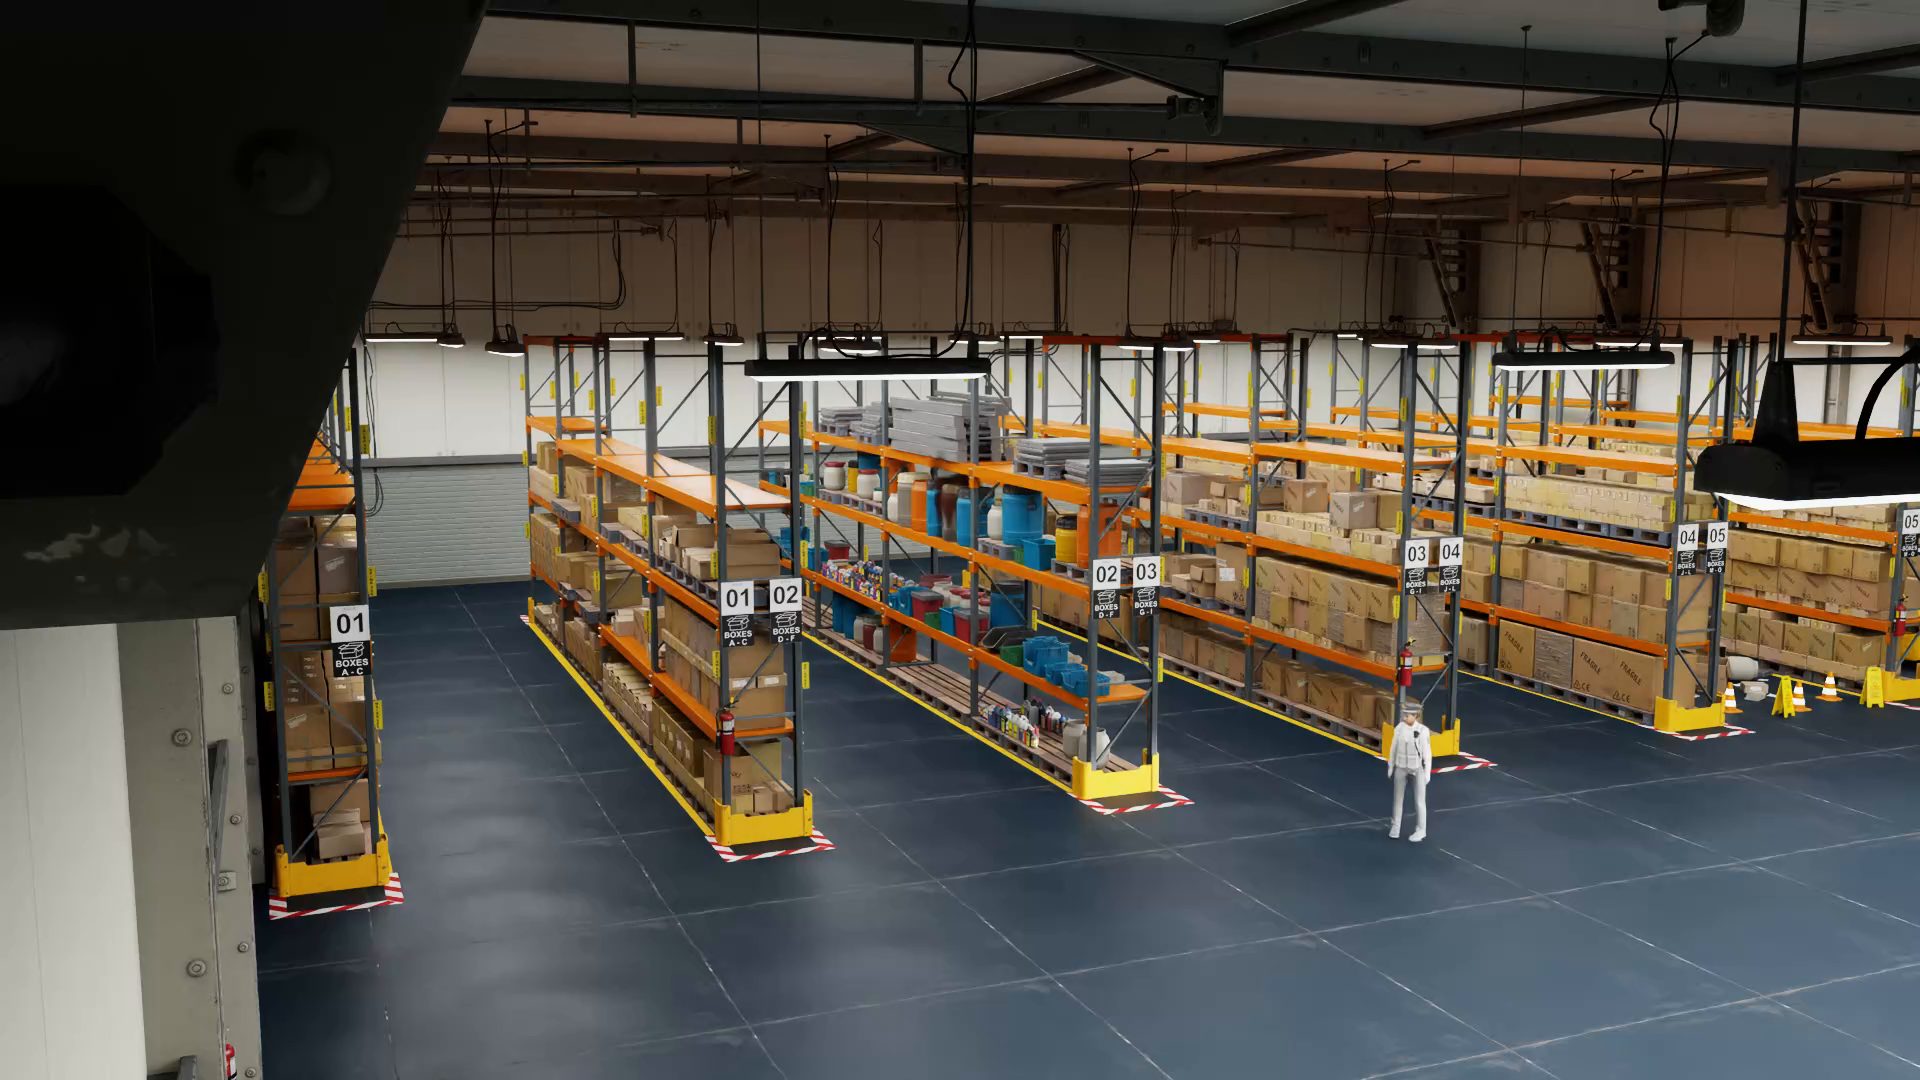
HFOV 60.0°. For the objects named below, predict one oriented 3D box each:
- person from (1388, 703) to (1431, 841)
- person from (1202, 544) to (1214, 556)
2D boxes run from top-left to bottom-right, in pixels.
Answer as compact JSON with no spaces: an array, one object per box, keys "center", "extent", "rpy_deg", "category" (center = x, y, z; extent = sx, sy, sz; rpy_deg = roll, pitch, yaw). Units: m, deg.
[{"center":[5.472,2.810,20.295],"extent":[0.523,1.674,0.392],"rpy_deg":[5,9,33],"category":"person"},{"center":[6.359,-0.138,42.715],"extent":[0.504,1.610,0.384],"rpy_deg":[-4,9,-28],"category":"person"}]
